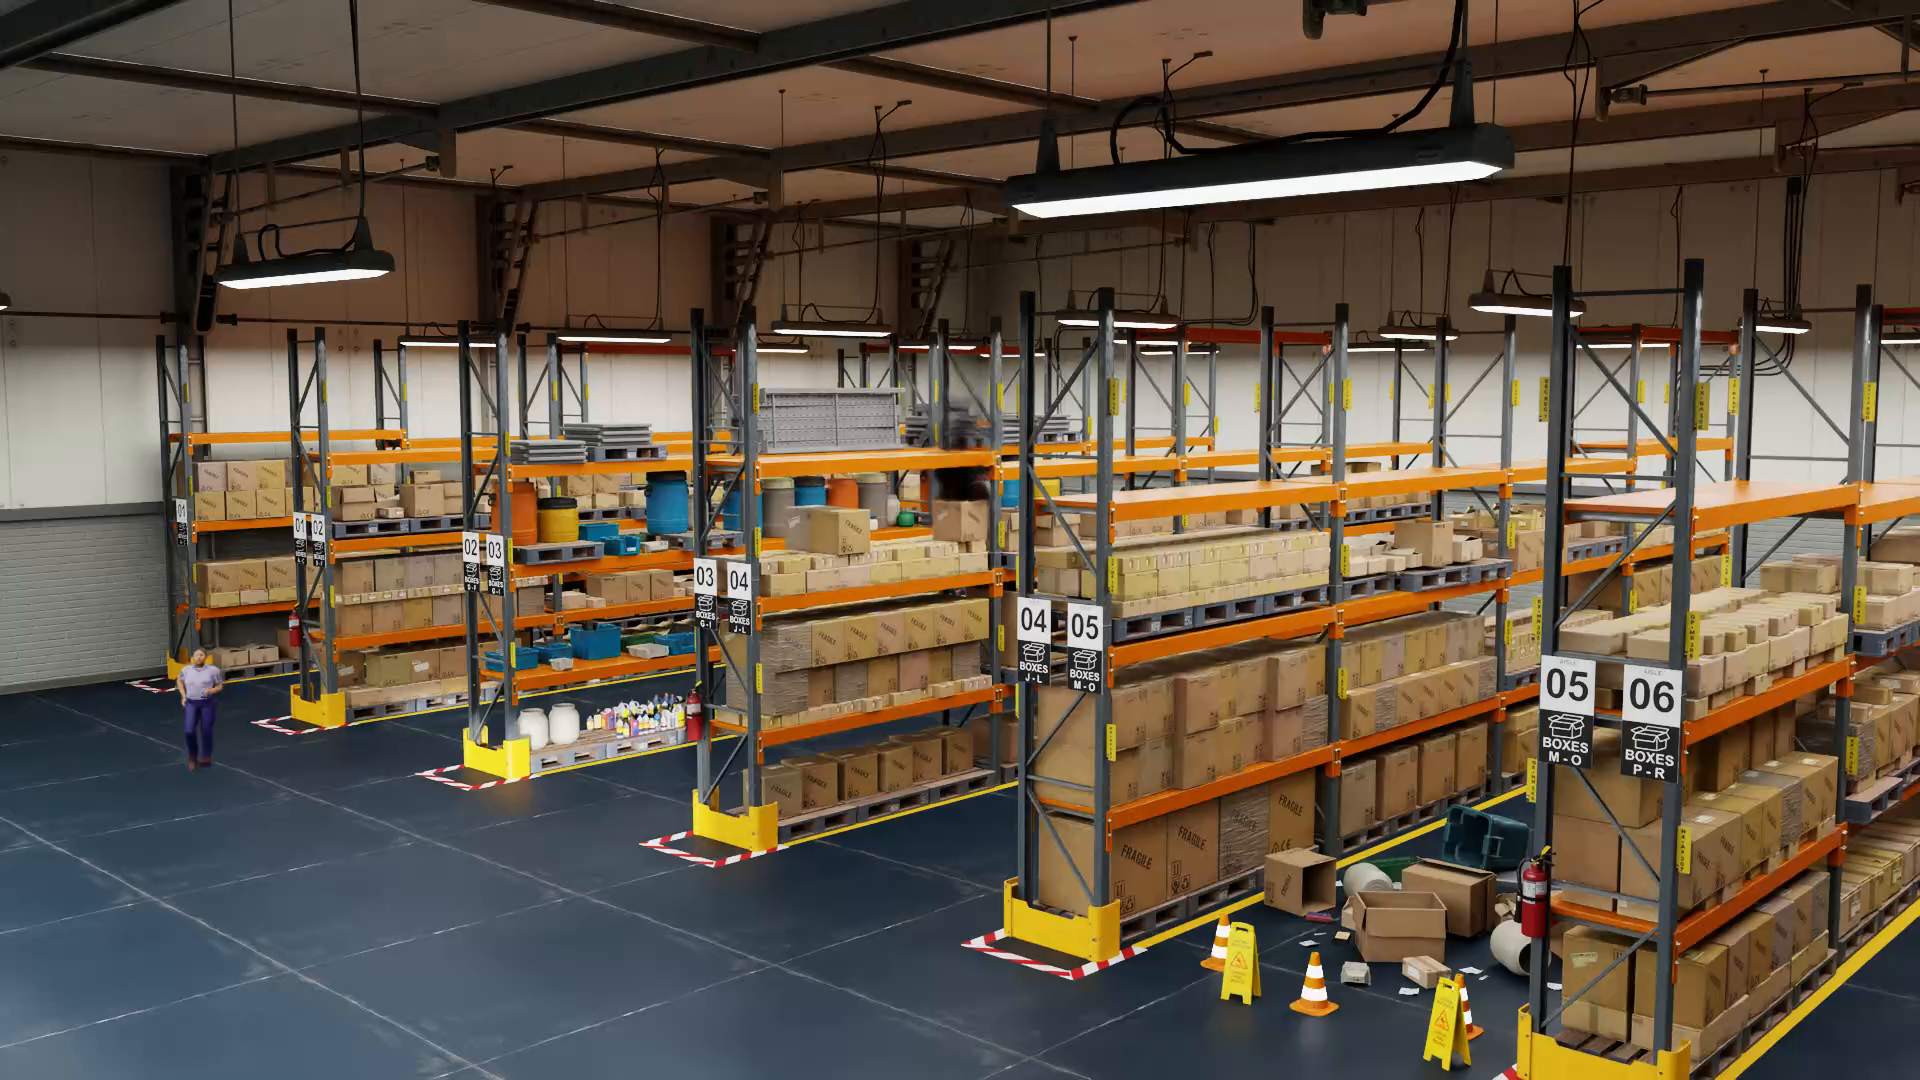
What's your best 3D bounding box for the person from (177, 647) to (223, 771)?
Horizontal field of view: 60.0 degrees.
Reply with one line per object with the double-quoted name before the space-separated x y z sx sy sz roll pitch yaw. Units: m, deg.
"person" -10.198 2.275 22.319 0.578 1.650 0.681 -2 6 -20
